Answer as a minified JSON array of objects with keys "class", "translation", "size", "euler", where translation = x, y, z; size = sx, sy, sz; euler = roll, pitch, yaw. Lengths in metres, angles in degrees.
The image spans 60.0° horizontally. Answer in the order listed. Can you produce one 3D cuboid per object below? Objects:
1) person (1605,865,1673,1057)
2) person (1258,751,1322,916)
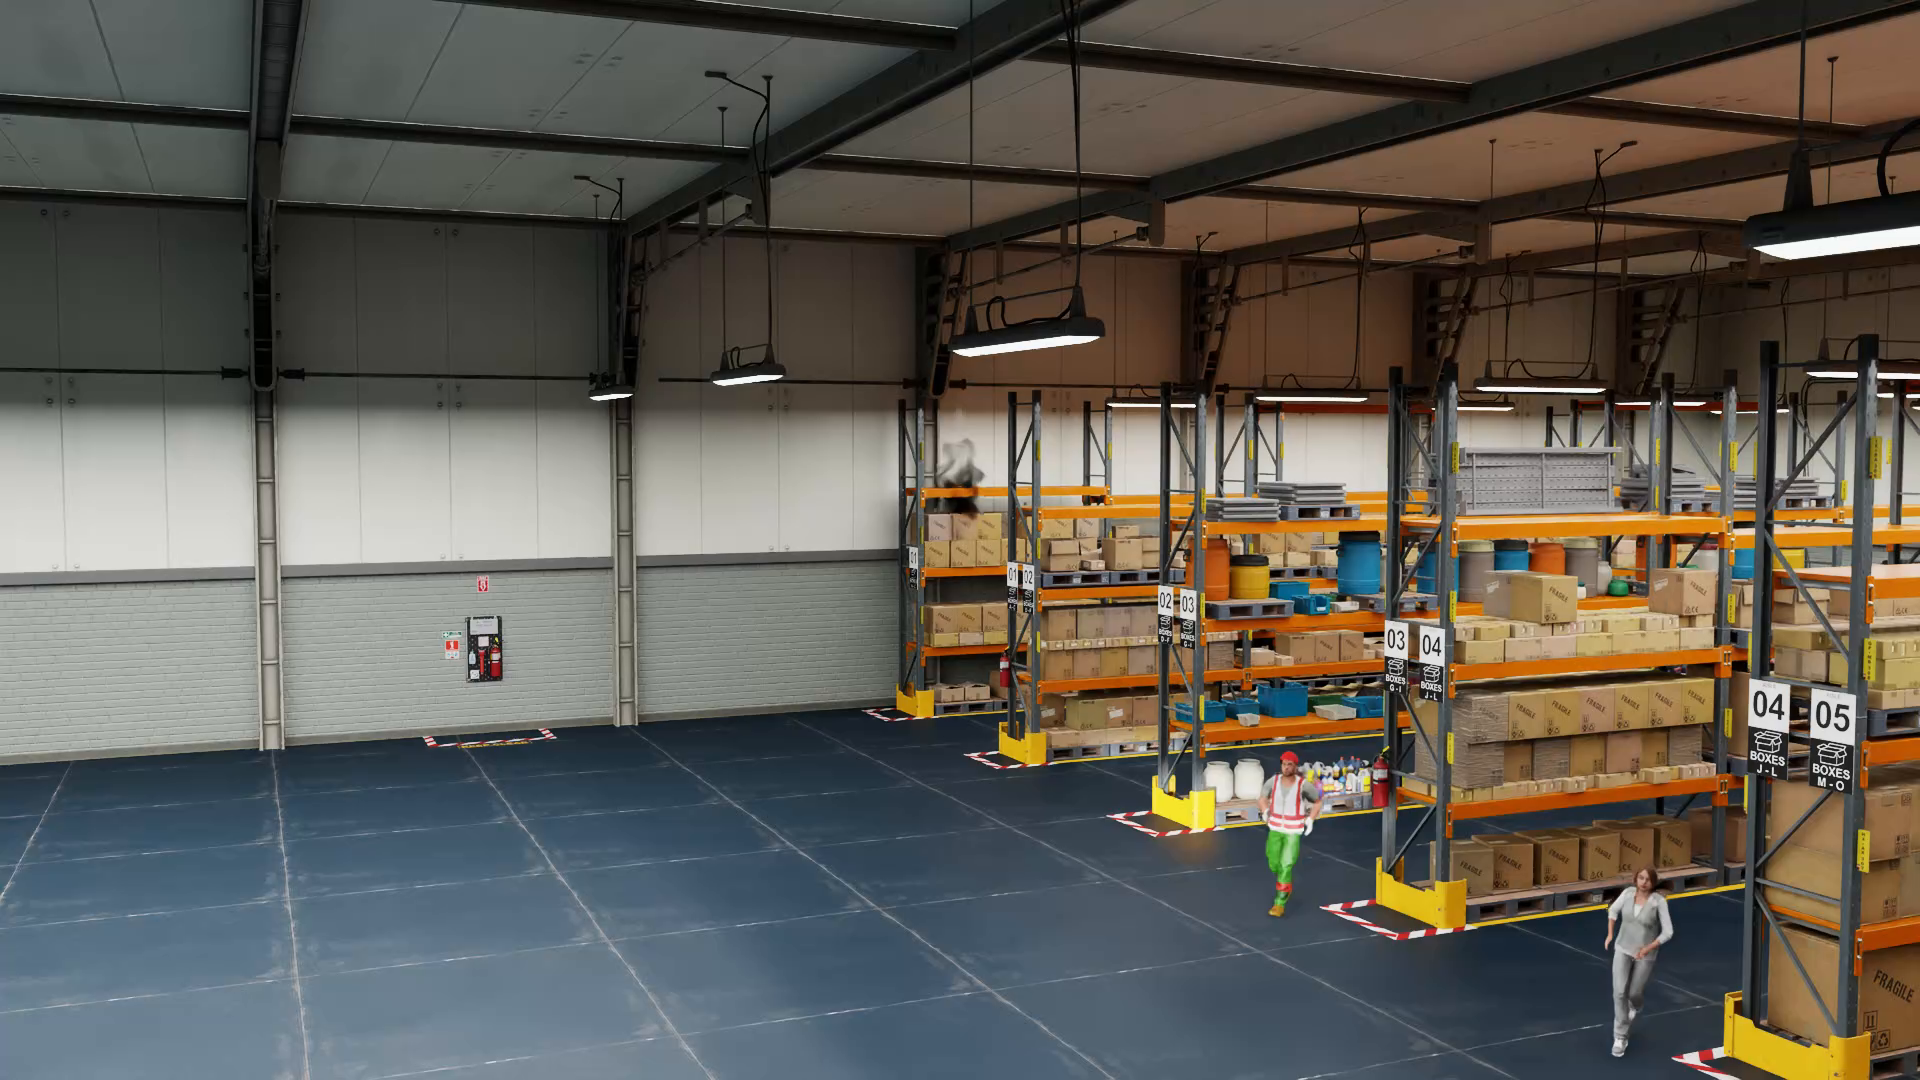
[{"class":"person","translation":[5.796,3.550,14.211],"size":[0.560,1.585,0.737],"euler":[2,4,36]},{"class":"person","translation":[3.616,3.205,18.345],"size":[0.683,1.779,0.832],"euler":[2,4,29]}]
